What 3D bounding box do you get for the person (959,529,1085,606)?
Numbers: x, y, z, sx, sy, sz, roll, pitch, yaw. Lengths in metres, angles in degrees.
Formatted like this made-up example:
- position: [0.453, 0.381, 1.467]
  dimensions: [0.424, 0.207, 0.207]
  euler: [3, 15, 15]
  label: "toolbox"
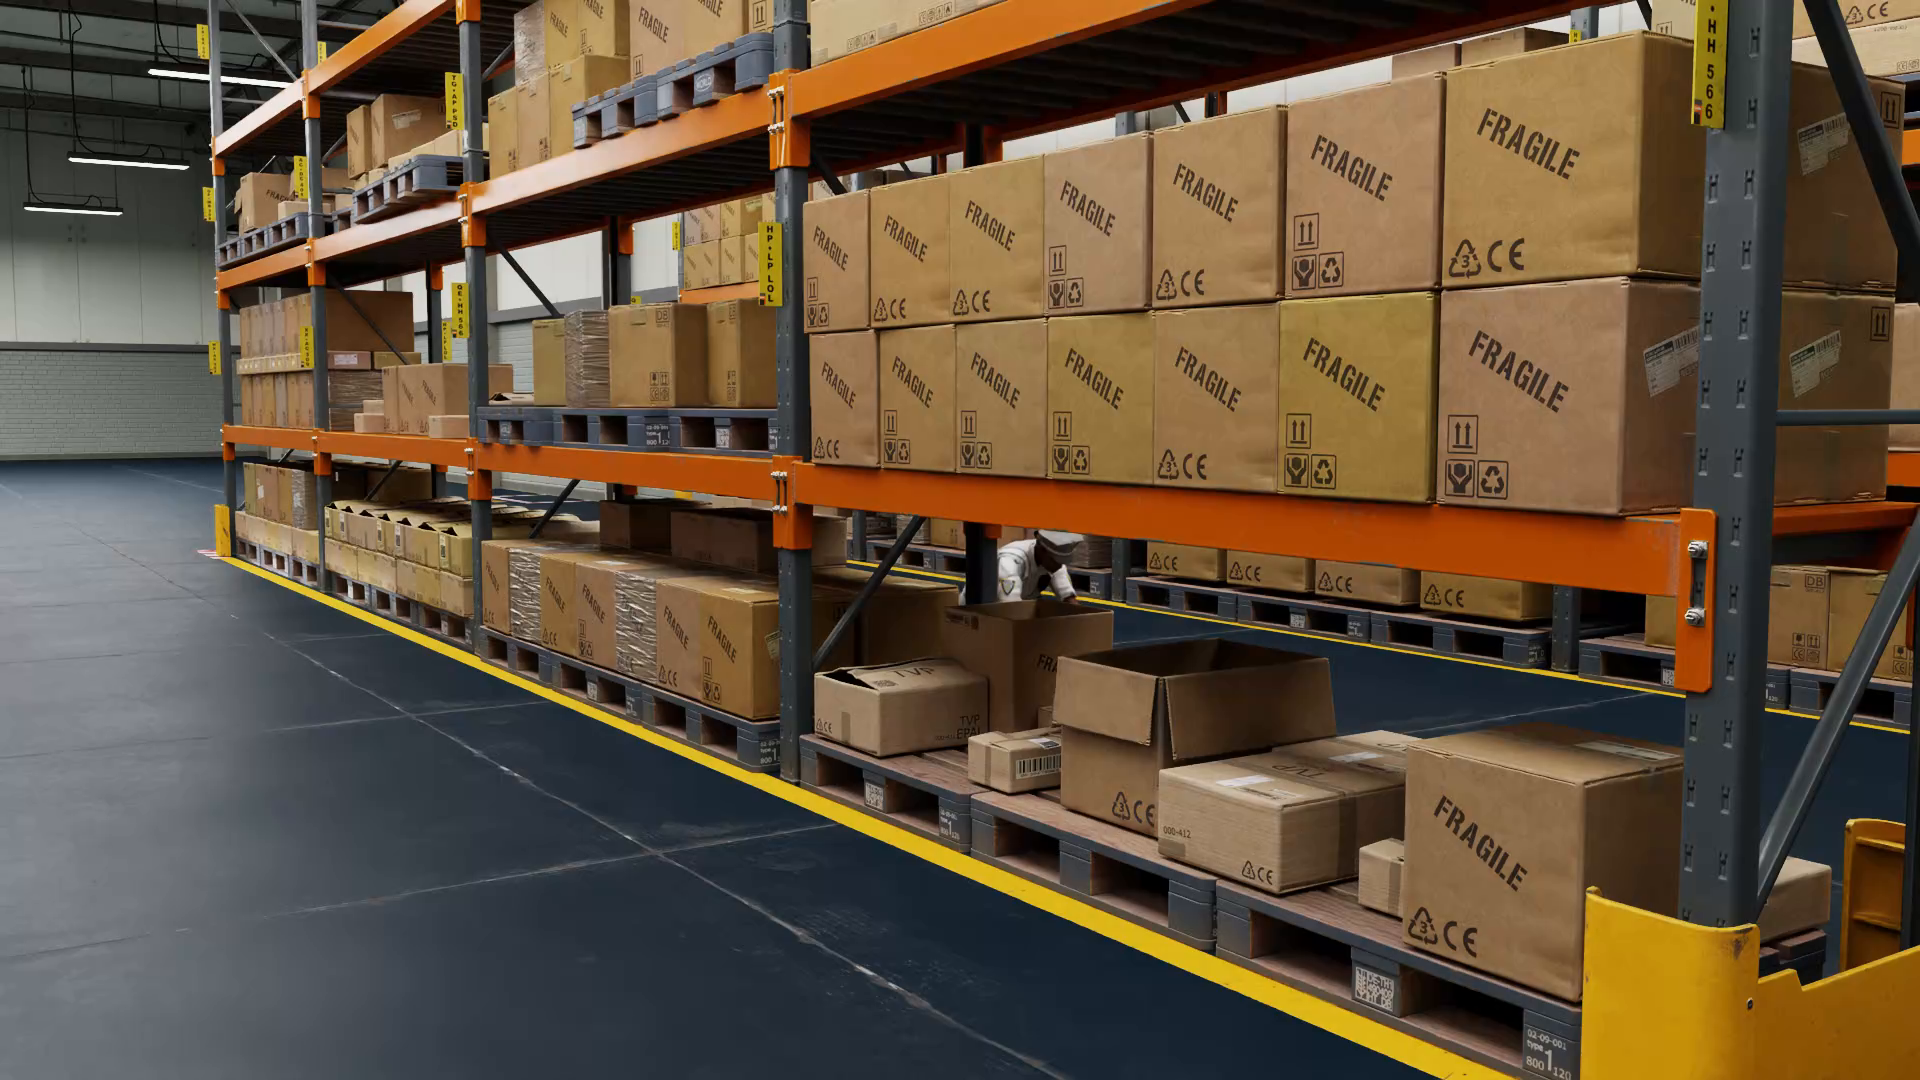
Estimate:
- position: [0.331, 0.352, 8.745]
  dimensions: [0.501, 0.948, 0.849]
  euler: [-3, 6, -33]
  label: "person"
